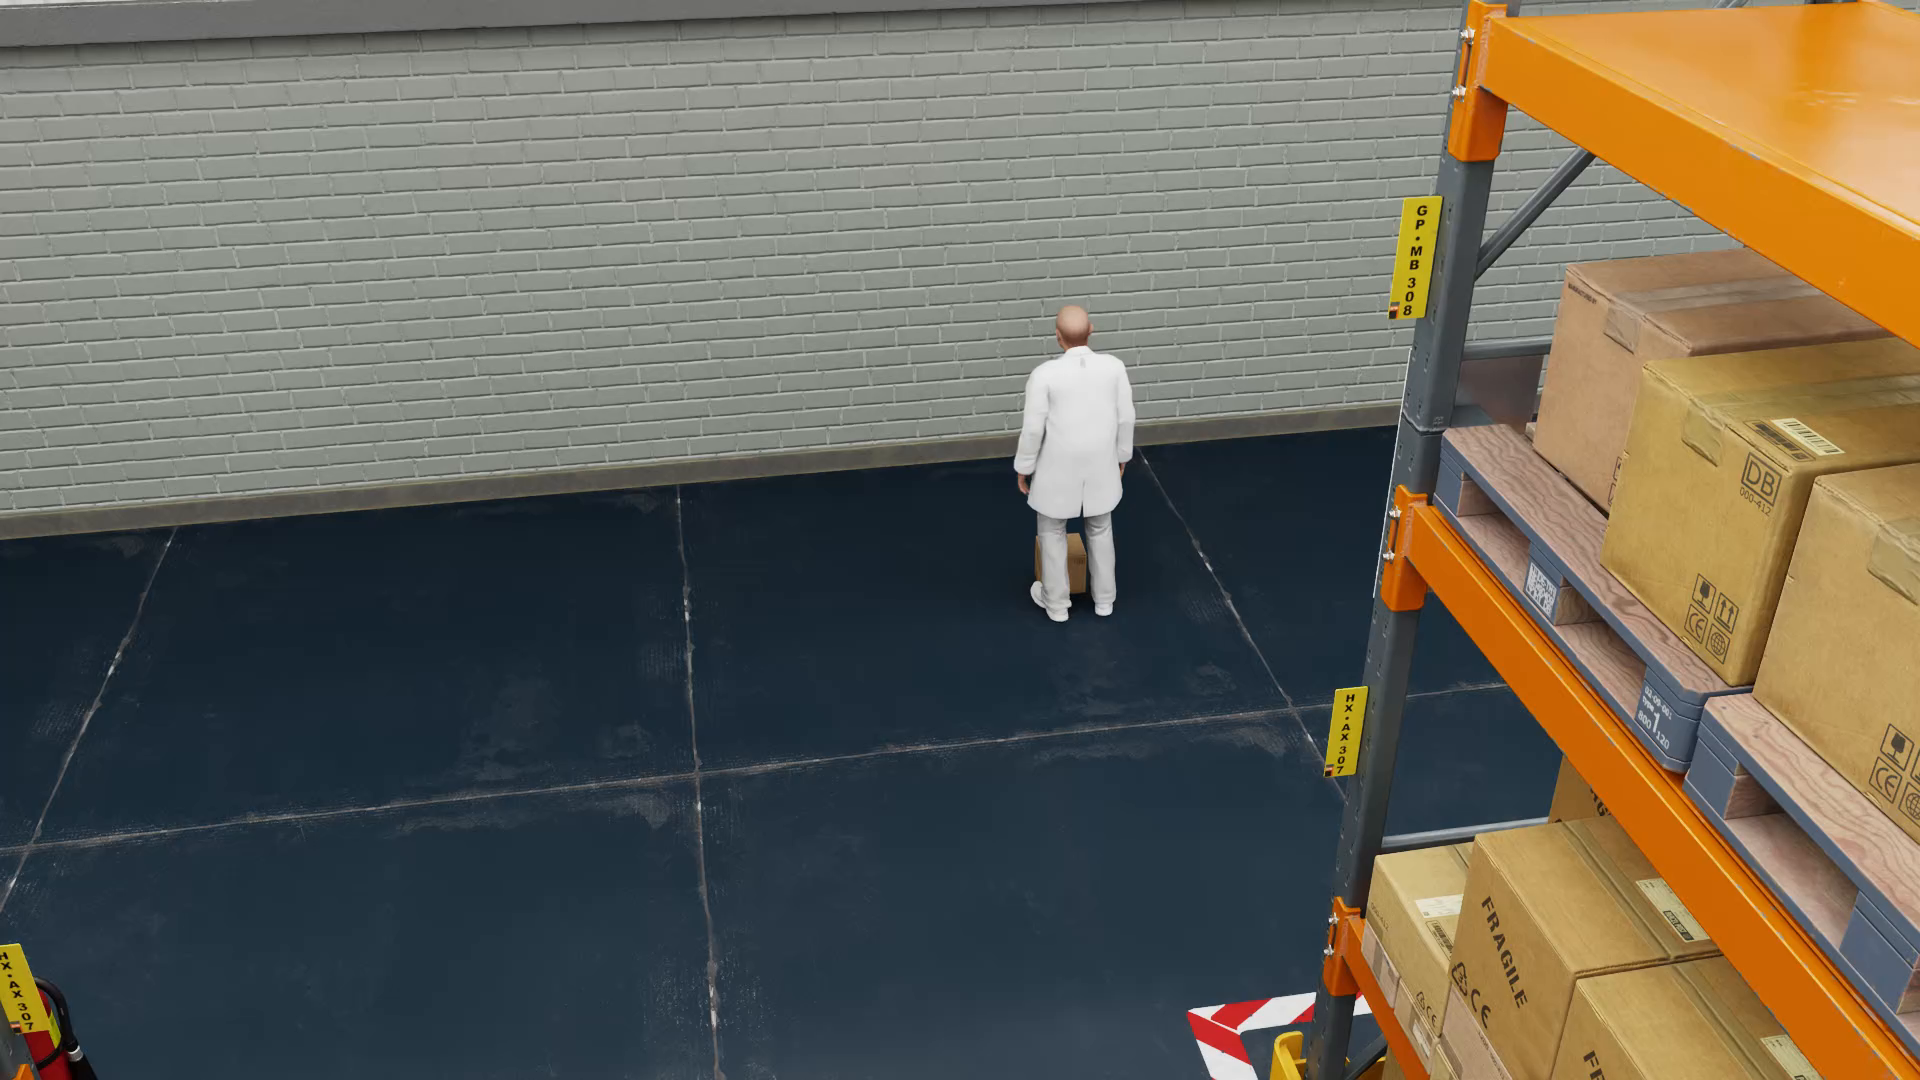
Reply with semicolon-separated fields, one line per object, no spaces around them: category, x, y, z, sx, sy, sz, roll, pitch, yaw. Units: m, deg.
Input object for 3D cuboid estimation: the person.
person;0.604;-0.397;8.836;0.654;1.774;0.421;-7;31;-11
